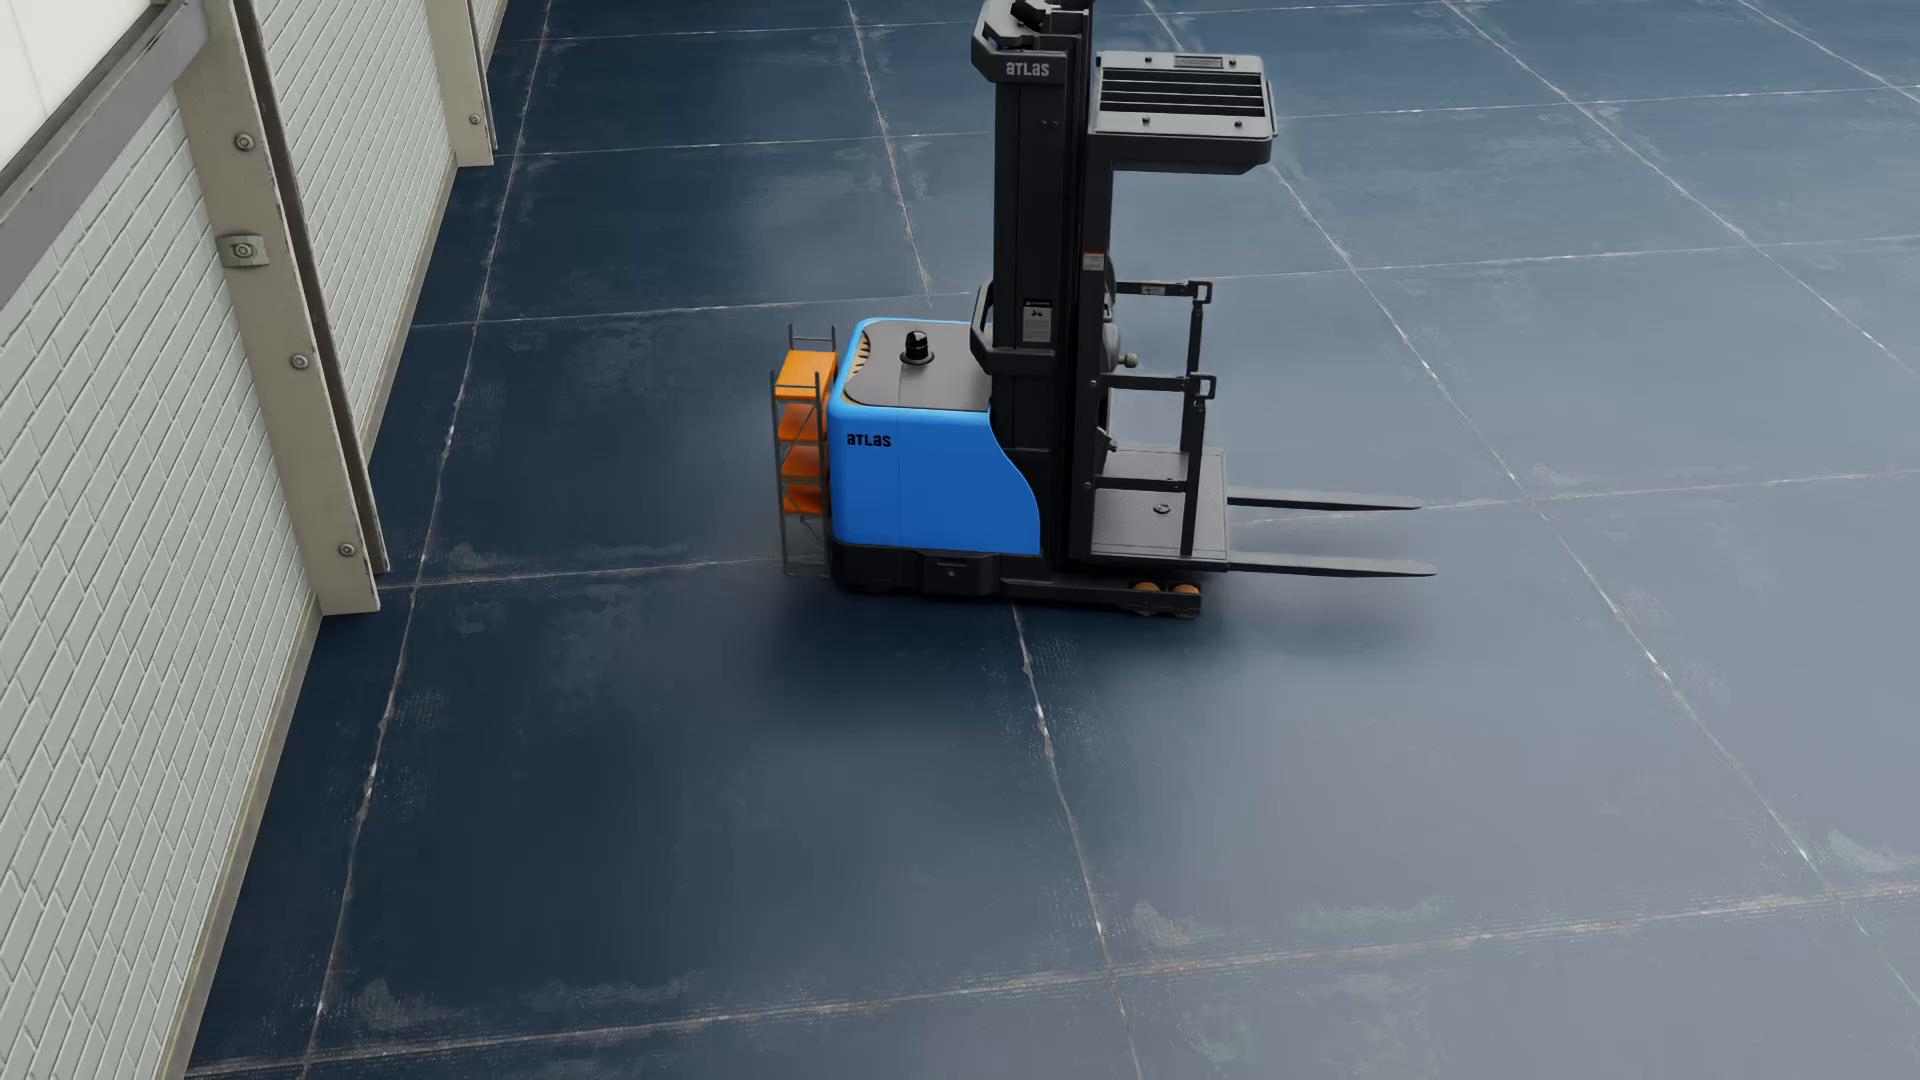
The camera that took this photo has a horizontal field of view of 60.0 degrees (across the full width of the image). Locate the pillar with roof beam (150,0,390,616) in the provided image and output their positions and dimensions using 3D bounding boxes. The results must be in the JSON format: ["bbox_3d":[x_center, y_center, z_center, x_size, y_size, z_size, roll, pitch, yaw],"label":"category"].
[{"bbox_3d":[1.165,-3.787,6.444,9.100,9.000,0.400,-4,35,-6],"label":"pillar with roof beam"}]

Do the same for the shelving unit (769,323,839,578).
[{"bbox_3d":[-0.767,-0.447,8.469,0.258,1.200,0.503,3,34,5],"label":"shelving unit"}]

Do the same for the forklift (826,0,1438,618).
[{"bbox_3d":[0.897,-1.138,7.946,3.031,2.935,1.130,3,34,5],"label":"forklift"}]

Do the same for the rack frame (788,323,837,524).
[{"bbox_3d":[-0.743,-0.584,8.670,0.240,1.200,0.015,3,34,5],"label":"rack frame"}]

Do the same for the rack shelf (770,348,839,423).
[{"bbox_3d":[-0.767,-0.772,8.248,0.258,0.148,0.480,3,34,5],"label":"rack shelf"}]

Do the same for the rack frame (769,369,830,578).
[{"bbox_3d":[-0.791,-0.310,8.269,0.240,1.200,0.015,3,34,5],"label":"rack frame"}]

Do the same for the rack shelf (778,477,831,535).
[{"bbox_3d":[-0.767,-0.228,8.619,0.258,0.148,0.480,3,34,5],"label":"rack shelf"}]

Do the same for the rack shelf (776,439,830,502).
[{"bbox_3d":[-0.767,-0.392,8.507,0.258,0.148,0.480,3,34,5],"label":"rack shelf"}]

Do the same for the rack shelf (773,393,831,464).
[{"bbox_3d":[-0.767,-0.576,8.381,0.258,0.148,0.480,3,34,5],"label":"rack shelf"}]

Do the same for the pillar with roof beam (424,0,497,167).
[{"bbox_3d":[0.359,-7.135,11.357,9.100,9.000,0.400,-4,35,-6],"label":"pillar with roof beam"}]
